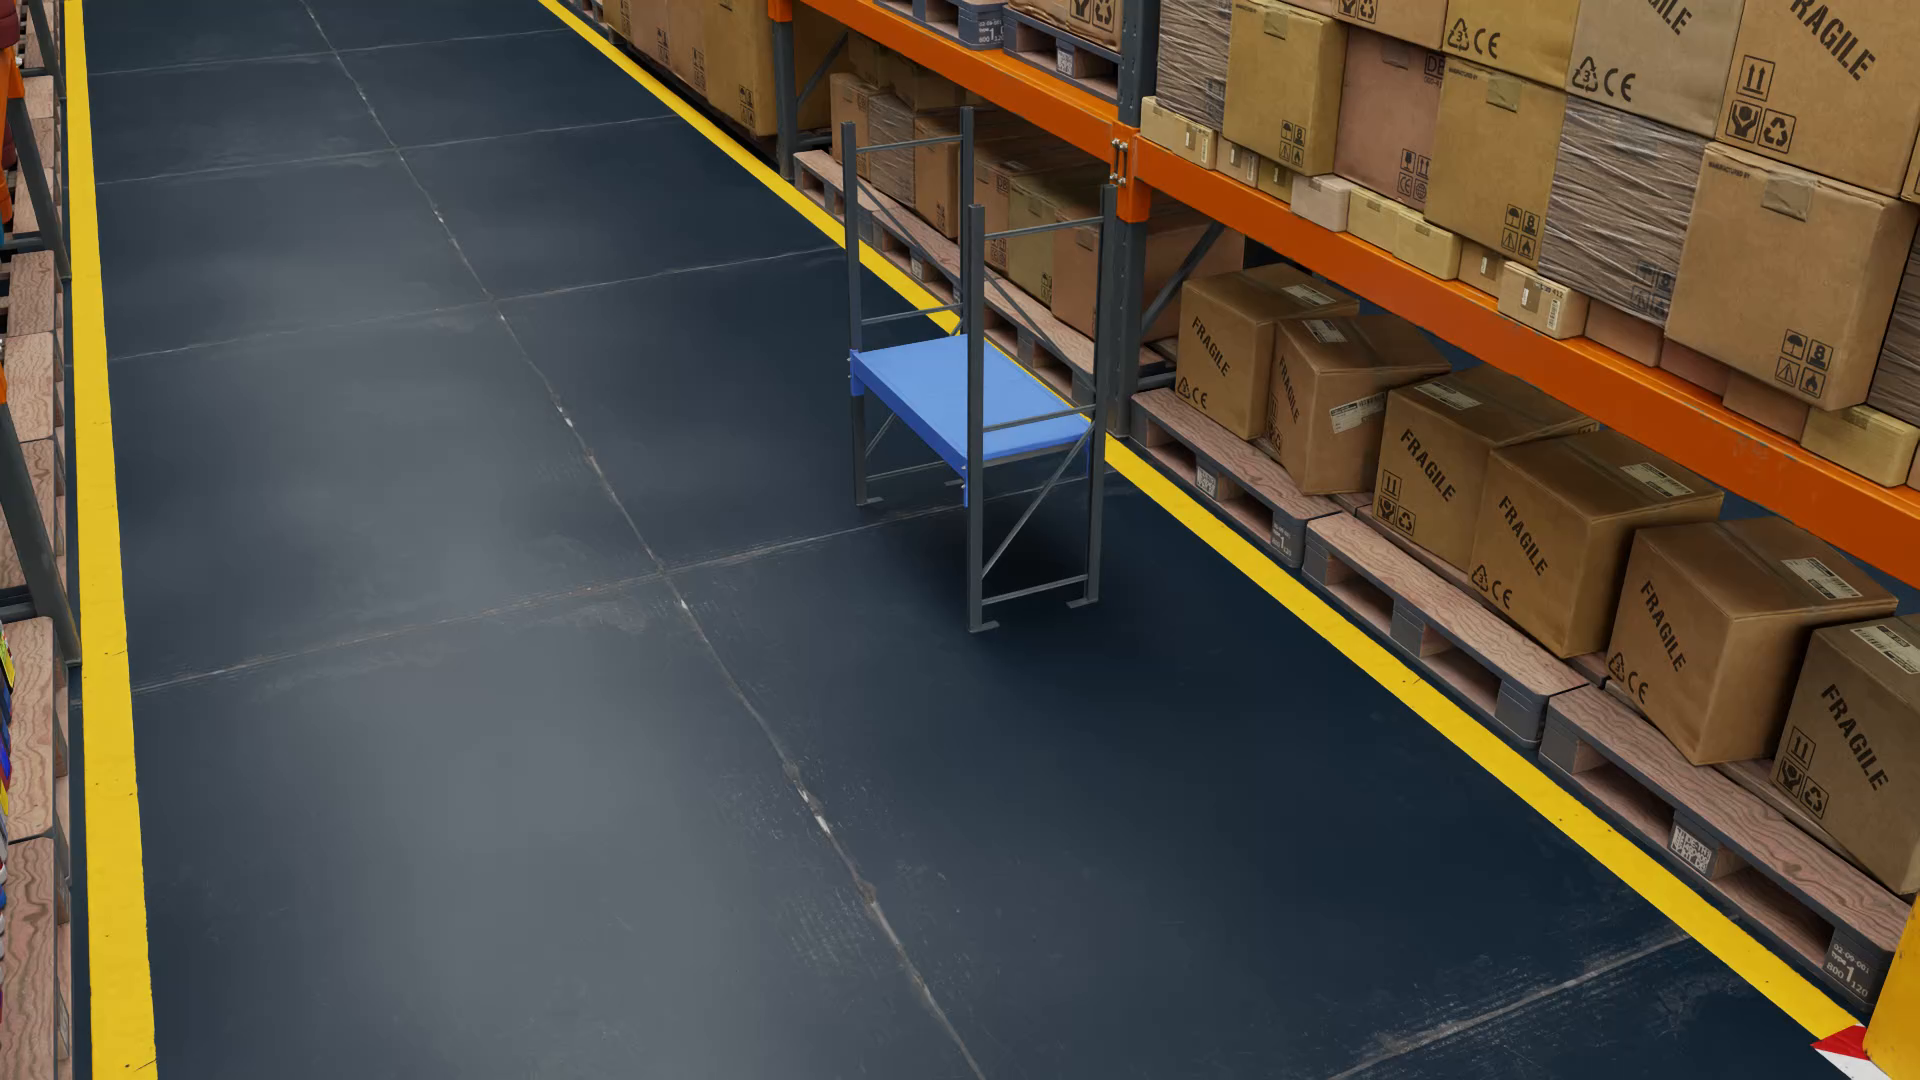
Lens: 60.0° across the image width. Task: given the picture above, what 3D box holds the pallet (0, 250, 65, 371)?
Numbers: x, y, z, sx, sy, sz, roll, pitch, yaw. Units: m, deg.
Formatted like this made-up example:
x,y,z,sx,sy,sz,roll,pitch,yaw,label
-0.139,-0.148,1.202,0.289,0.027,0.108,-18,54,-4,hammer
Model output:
x,y,z,sx,sy,sz,roll,pitch,yaw,label
-4.806,-1.018,7.849,1.003,0.211,1.213,-13,32,-22,pallet

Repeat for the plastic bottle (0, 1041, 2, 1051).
x,y,z,sx,sy,sz,roll,pitch,yaw,label
-2.211,1.066,3.693,0.097,0.201,0.097,0,29,0,plastic bottle

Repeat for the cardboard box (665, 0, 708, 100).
x,y,z,sx,sy,sz,roll,pitch,yaw,label
-1.284,-3.585,11.320,1.225,0.875,0.875,-13,32,-22,cardboard box

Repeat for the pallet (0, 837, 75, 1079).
x,y,z,sx,sy,sz,roll,pitch,yaw,label
-2.608,1.244,3.816,1.003,0.211,1.213,-13,32,-22,pallet

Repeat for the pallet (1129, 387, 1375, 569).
x,y,z,sx,sy,sz,roll,pitch,yaw,label
1.407,-0.352,6.661,1.003,0.211,1.213,-13,32,-22,pallet

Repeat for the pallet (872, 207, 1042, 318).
x,y,z,sx,sy,sz,roll,pitch,yaw,label
0.223,-1.524,8.752,1.003,0.211,1.213,-13,32,-22,pallet

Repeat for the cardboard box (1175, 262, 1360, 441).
x,y,z,sx,sy,sz,roll,pitch,yaw,label
1.222,-0.765,6.674,0.500,0.500,0.500,-14,32,-23,cardboard box

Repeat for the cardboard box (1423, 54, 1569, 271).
x,y,z,sx,sy,sz,roll,pitch,yaw,label
1.890,-1.161,4.848,0.875,0.500,0.500,-13,32,-22,cardboard box

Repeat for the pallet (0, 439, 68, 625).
x,y,z,sx,sy,sz,roll,pitch,yaw,label
-3.759,0.060,5.927,1.003,0.211,1.213,-13,32,-22,pallet

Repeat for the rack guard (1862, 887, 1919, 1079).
x,y,z,sx,sy,sz,roll,pitch,yaw,label
2.771,0.966,4.015,1.175,0.500,0.348,-13,32,-22,rack guard

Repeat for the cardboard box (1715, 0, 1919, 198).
x,y,z,sx,sy,sz,roll,pitch,yaw,label
2.125,-1.111,3.735,0.500,0.500,0.500,-13,32,-22,cardboard box

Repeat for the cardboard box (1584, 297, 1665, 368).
x,y,z,sx,sy,sz,roll,pitch,yaw,label
1.944,-0.612,4.531,0.380,0.149,0.250,-13,32,-22,cardboard box

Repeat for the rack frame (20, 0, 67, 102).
x,y,z,sx,sy,sz,roll,pitch,yaw,label
-6.821,-4.351,10.943,1.000,3.000,0.127,-13,32,-22,rack frame

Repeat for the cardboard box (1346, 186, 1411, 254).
x,y,z,sx,sy,sz,roll,pitch,yaw,label
1.466,-1.043,5.299,0.380,0.149,0.250,-13,32,-22,cardboard box

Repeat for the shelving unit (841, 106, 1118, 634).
x,y,z,sx,sy,sz,roll,pitch,yaw,label
0.037,-0.616,5.816,0.538,1.500,1.048,-13,32,-22,shelving unit

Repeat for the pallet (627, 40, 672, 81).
x,y,z,sx,sy,sz,roll,pitch,yaw,label
-1.948,-3.850,12.900,1.003,0.211,1.213,-13,32,-22,pallet

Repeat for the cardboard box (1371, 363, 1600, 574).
x,y,z,sx,sy,sz,roll,pitch,yaw,label
1.812,-0.256,5.766,0.500,0.500,0.500,-16,33,-26,cardboard box

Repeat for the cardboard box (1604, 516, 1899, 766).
x,y,z,sx,sy,sz,roll,pitch,yaw,label
2.263,0.281,4.809,0.500,0.500,0.500,-5,30,-9,cardboard box

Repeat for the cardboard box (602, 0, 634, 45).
x,y,z,sx,sy,sz,roll,pitch,yaw,label
-2.055,-4.369,12.718,1.225,0.875,0.875,-13,32,-22,cardboard box

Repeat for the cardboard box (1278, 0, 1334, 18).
x,y,z,sx,sy,sz,roll,pitch,yaw,label
1.266,-1.994,5.311,0.500,0.500,0.500,-13,32,-22,cardboard box

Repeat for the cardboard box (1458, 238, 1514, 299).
x,y,z,sx,sy,sz,roll,pitch,yaw,label
1.712,-0.829,4.918,0.380,0.149,0.250,-13,32,-22,cardboard box

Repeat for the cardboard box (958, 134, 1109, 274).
x,y,z,sx,sy,sz,roll,pitch,yaw,label
0.414,-1.696,8.314,0.700,0.500,0.500,-16,33,-26,cardboard box

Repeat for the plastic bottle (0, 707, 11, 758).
x,y,z,sx,sy,sz,roll,pitch,yaw,label
-2.768,0.455,4.630,0.144,0.351,0.185,-15,32,-24,plastic bottle

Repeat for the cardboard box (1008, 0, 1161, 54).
x,y,z,sx,sy,sz,roll,pitch,yaw,label
0.872,-2.682,6.924,1.000,1.000,1.000,-13,32,-22,cardboard box

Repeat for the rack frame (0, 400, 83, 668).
x,y,z,sx,sy,sz,roll,pitch,yaw,label
-3.387,-0.817,4.641,1.000,3.000,0.127,-13,32,-22,rack frame

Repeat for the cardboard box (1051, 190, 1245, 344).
x,y,z,sx,sy,sz,roll,pitch,yaw,label
0.842,-1.235,7.491,0.700,0.500,0.500,-16,33,-26,cardboard box

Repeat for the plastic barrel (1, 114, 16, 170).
x,y,z,sx,sy,sz,roll,pitch,yaw,label
-5.814,-2.427,9.547,0.600,0.588,0.708,-13,32,-22,plastic barrel

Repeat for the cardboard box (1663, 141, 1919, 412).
x,y,z,sx,sy,sz,roll,pitch,yaw,label
2.269,-0.708,4.040,0.875,0.500,0.500,-13,32,-22,cardboard box

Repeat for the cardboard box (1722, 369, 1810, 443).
x,y,z,sx,sy,sz,roll,pitch,yaw,label
2.141,-0.387,4.130,0.380,0.149,0.250,-13,32,-22,cardboard box

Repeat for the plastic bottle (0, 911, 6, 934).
x,y,z,sx,sy,sz,roll,pitch,yaw,label
-2.399,0.873,4.038,0.097,0.201,0.097,0,29,0,plastic bottle

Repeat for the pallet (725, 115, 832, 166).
x,y,z,sx,sy,sz,roll,pitch,yaw,label
-0.901,-2.772,10.978,1.003,0.211,1.213,-13,32,-22,pallet

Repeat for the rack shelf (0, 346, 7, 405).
x,y,z,sx,sy,sz,roll,pitch,yaw,label
-2.528,0.380,3.241,1.077,0.370,4.000,-13,32,-22,rack shelf

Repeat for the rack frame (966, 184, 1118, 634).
x,y,z,sx,sy,sz,roll,pitch,yaw,label
0.255,-0.392,5.416,0.500,1.500,0.032,-13,32,-22,rack frame

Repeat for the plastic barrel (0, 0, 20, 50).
x,y,z,sx,sy,sz,roll,pitch,yaw,label
-4.631,-2.502,7.506,0.600,0.536,0.708,-13,32,-22,plastic barrel

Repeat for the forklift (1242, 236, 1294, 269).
x,y,z,sx,sy,sz,roll,pitch,yaw,label
1.652,-3.355,9.236,1.130,2.935,3.031,4,30,8,forklift

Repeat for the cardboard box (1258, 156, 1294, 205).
x,y,z,sx,sy,sz,roll,pitch,yaw,label
1.251,-1.263,5.693,0.380,0.149,0.250,-13,32,-22,cardboard box

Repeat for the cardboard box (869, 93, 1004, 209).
x,y,z,sx,sy,sz,roll,pitch,yaw,label
-0.075,-2.192,9.198,0.700,0.500,0.500,-16,33,-26,cardboard box

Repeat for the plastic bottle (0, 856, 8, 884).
x,y,z,sx,sy,sz,roll,pitch,yaw,label
-2.487,0.782,4.200,0.097,0.201,0.097,0,29,0,plastic bottle

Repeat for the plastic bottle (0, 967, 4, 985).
x,y,z,sx,sy,sz,roll,pitch,yaw,label
-2.314,0.930,3.864,0.097,0.271,0.097,0,29,0,plastic bottle

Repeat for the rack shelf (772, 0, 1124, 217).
x,y,z,sx,sy,sz,roll,pitch,yaw,label
0.228,-2.427,8.247,1.077,0.370,4.000,-13,32,-22,rack shelf

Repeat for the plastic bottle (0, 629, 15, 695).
x,y,z,sx,sy,sz,roll,pitch,yaw,label
-2.882,0.319,4.942,0.061,0.283,0.133,-11,31,-20,plastic bottle

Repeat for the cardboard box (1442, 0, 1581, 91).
x,y,z,sx,sy,sz,roll,pitch,yaw,label
1.705,-1.555,4.527,0.500,0.500,0.500,-13,32,-22,cardboard box

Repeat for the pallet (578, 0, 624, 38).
x,y,z,sx,sy,sz,roll,pitch,yaw,label
-2.604,-4.527,14.108,1.003,0.211,1.213,-13,32,-22,pallet

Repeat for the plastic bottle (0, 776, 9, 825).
x,y,z,sx,sy,sz,roll,pitch,yaw,label
-2.629,0.598,4.376,0.144,0.351,0.185,-13,32,-22,plastic bottle

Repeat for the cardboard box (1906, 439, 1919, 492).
x,y,z,sx,sy,sz,roll,pitch,yaw,label
2.388,-0.174,3.750,0.380,0.149,0.250,-13,32,-22,cardboard box

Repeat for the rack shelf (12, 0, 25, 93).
x,y,z,sx,sy,sz,roll,pitch,yaw,label
-5.963,-3.154,9.543,1.077,0.370,4.000,-13,32,-22,rack shelf

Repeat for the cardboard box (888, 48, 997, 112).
x,y,z,sx,sy,sz,roll,pitch,yaw,label
-0.079,-2.531,9.036,0.500,0.250,0.500,-9,31,-16,cardboard box

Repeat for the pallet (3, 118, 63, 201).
x,y,z,sx,sy,sz,roll,pitch,yaw,label
-6.000,-2.246,10.039,1.003,0.211,1.213,-13,32,-22,pallet

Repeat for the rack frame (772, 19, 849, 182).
x,y,z,sx,sy,sz,roll,pitch,yaw,label
-0.631,-3.624,9.646,1.000,3.000,0.127,-13,32,-22,rack frame

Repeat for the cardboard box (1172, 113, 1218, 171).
x,y,z,sx,sy,sz,roll,pitch,yaw,label
1.003,-1.476,6.073,0.380,0.149,0.250,-13,32,-22,cardboard box

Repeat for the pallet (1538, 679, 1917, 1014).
x,y,z,sx,sy,sz,roll,pitch,yaw,label
2.454,0.726,4.739,1.003,0.211,1.213,-13,32,-22,pallet

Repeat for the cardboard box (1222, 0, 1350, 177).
x,y,z,sx,sy,sz,roll,pitch,yaw,label
1.407,-1.591,5.613,0.875,0.500,0.500,-13,32,-22,cardboard box

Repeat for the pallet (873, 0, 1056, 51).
x,y,z,sx,sy,sz,roll,pitch,yaw,label
0.256,-2.675,8.149,1.003,0.211,1.213,-13,32,-22,pallet

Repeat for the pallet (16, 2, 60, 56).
x,y,z,sx,sy,sz,roll,pitch,yaw,label
-7.699,-3.991,13.152,1.003,0.211,1.213,-13,32,-22,pallet
